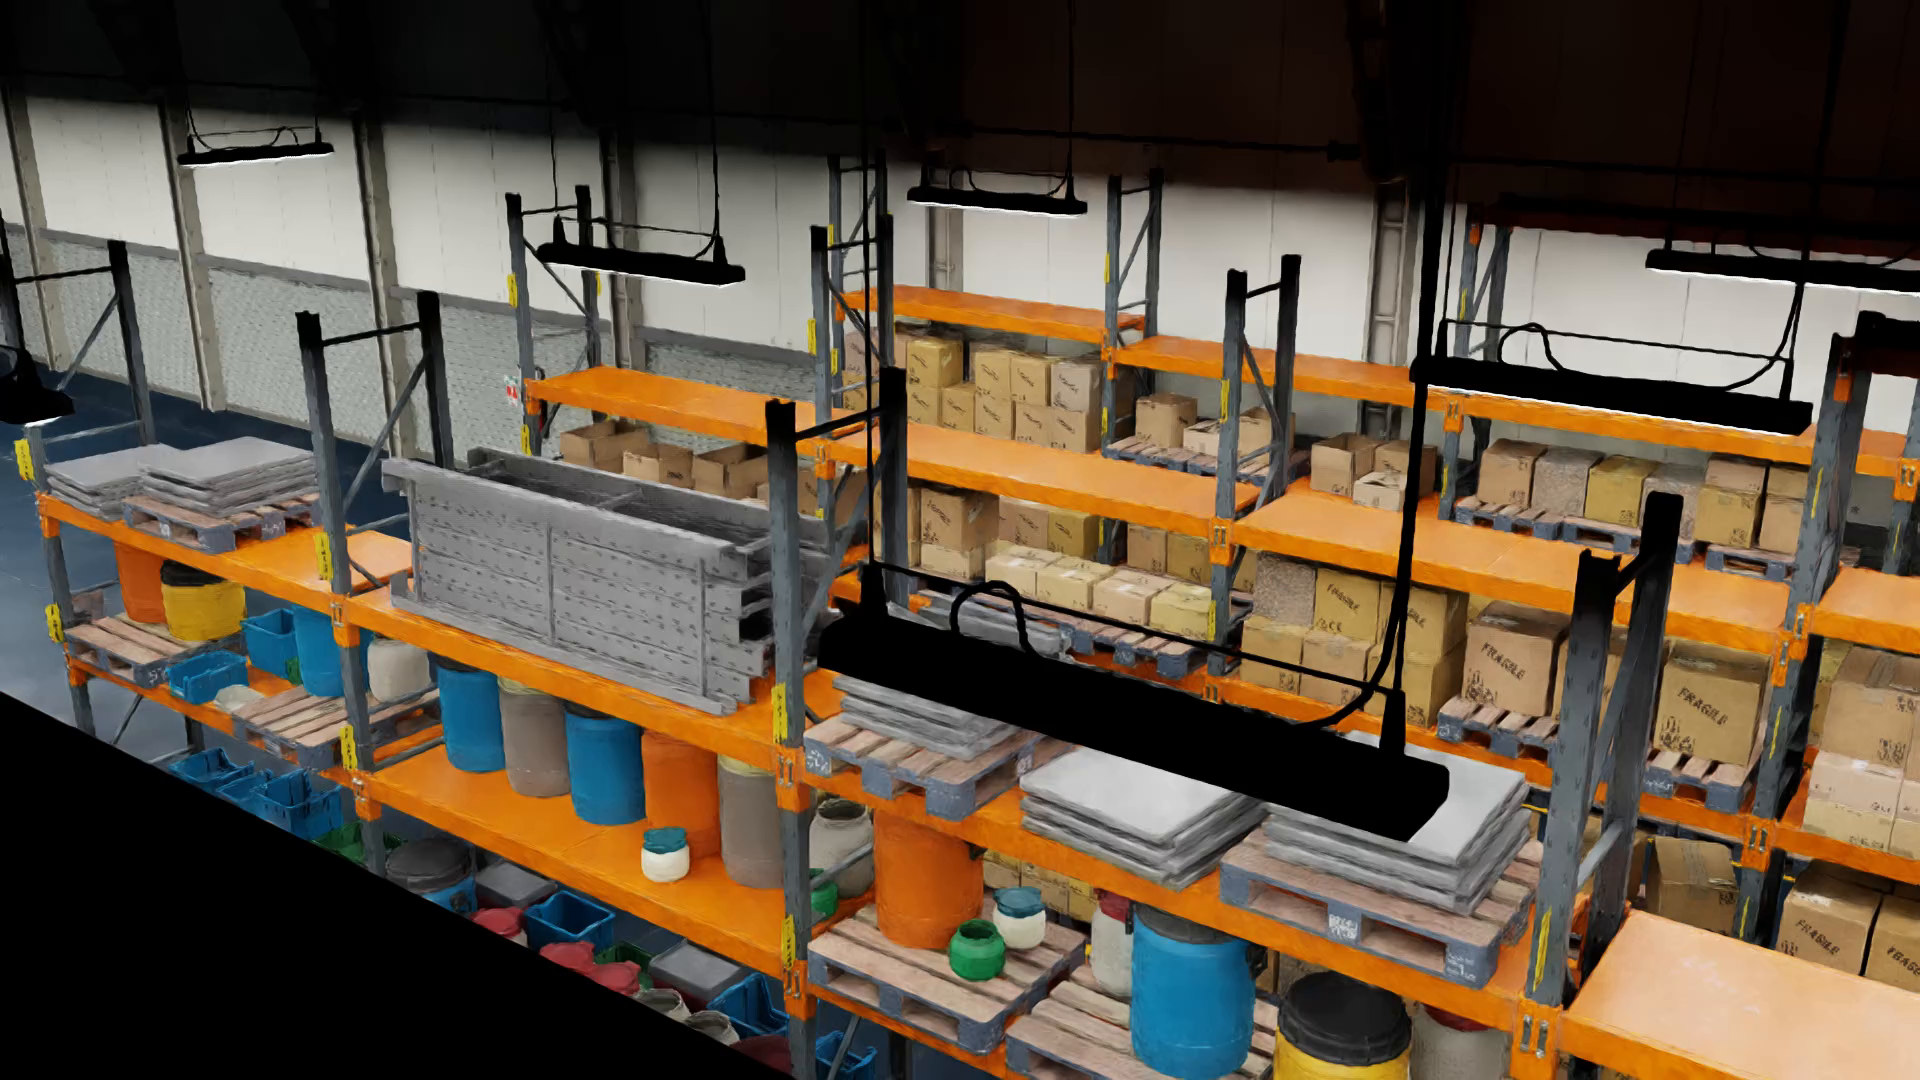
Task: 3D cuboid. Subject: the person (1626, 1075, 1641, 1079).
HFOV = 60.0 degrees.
[{"bbox_3d":[4.326,4.059,10.360,0.535,1.676,0.682,12,22,32],"label":"person"}]
